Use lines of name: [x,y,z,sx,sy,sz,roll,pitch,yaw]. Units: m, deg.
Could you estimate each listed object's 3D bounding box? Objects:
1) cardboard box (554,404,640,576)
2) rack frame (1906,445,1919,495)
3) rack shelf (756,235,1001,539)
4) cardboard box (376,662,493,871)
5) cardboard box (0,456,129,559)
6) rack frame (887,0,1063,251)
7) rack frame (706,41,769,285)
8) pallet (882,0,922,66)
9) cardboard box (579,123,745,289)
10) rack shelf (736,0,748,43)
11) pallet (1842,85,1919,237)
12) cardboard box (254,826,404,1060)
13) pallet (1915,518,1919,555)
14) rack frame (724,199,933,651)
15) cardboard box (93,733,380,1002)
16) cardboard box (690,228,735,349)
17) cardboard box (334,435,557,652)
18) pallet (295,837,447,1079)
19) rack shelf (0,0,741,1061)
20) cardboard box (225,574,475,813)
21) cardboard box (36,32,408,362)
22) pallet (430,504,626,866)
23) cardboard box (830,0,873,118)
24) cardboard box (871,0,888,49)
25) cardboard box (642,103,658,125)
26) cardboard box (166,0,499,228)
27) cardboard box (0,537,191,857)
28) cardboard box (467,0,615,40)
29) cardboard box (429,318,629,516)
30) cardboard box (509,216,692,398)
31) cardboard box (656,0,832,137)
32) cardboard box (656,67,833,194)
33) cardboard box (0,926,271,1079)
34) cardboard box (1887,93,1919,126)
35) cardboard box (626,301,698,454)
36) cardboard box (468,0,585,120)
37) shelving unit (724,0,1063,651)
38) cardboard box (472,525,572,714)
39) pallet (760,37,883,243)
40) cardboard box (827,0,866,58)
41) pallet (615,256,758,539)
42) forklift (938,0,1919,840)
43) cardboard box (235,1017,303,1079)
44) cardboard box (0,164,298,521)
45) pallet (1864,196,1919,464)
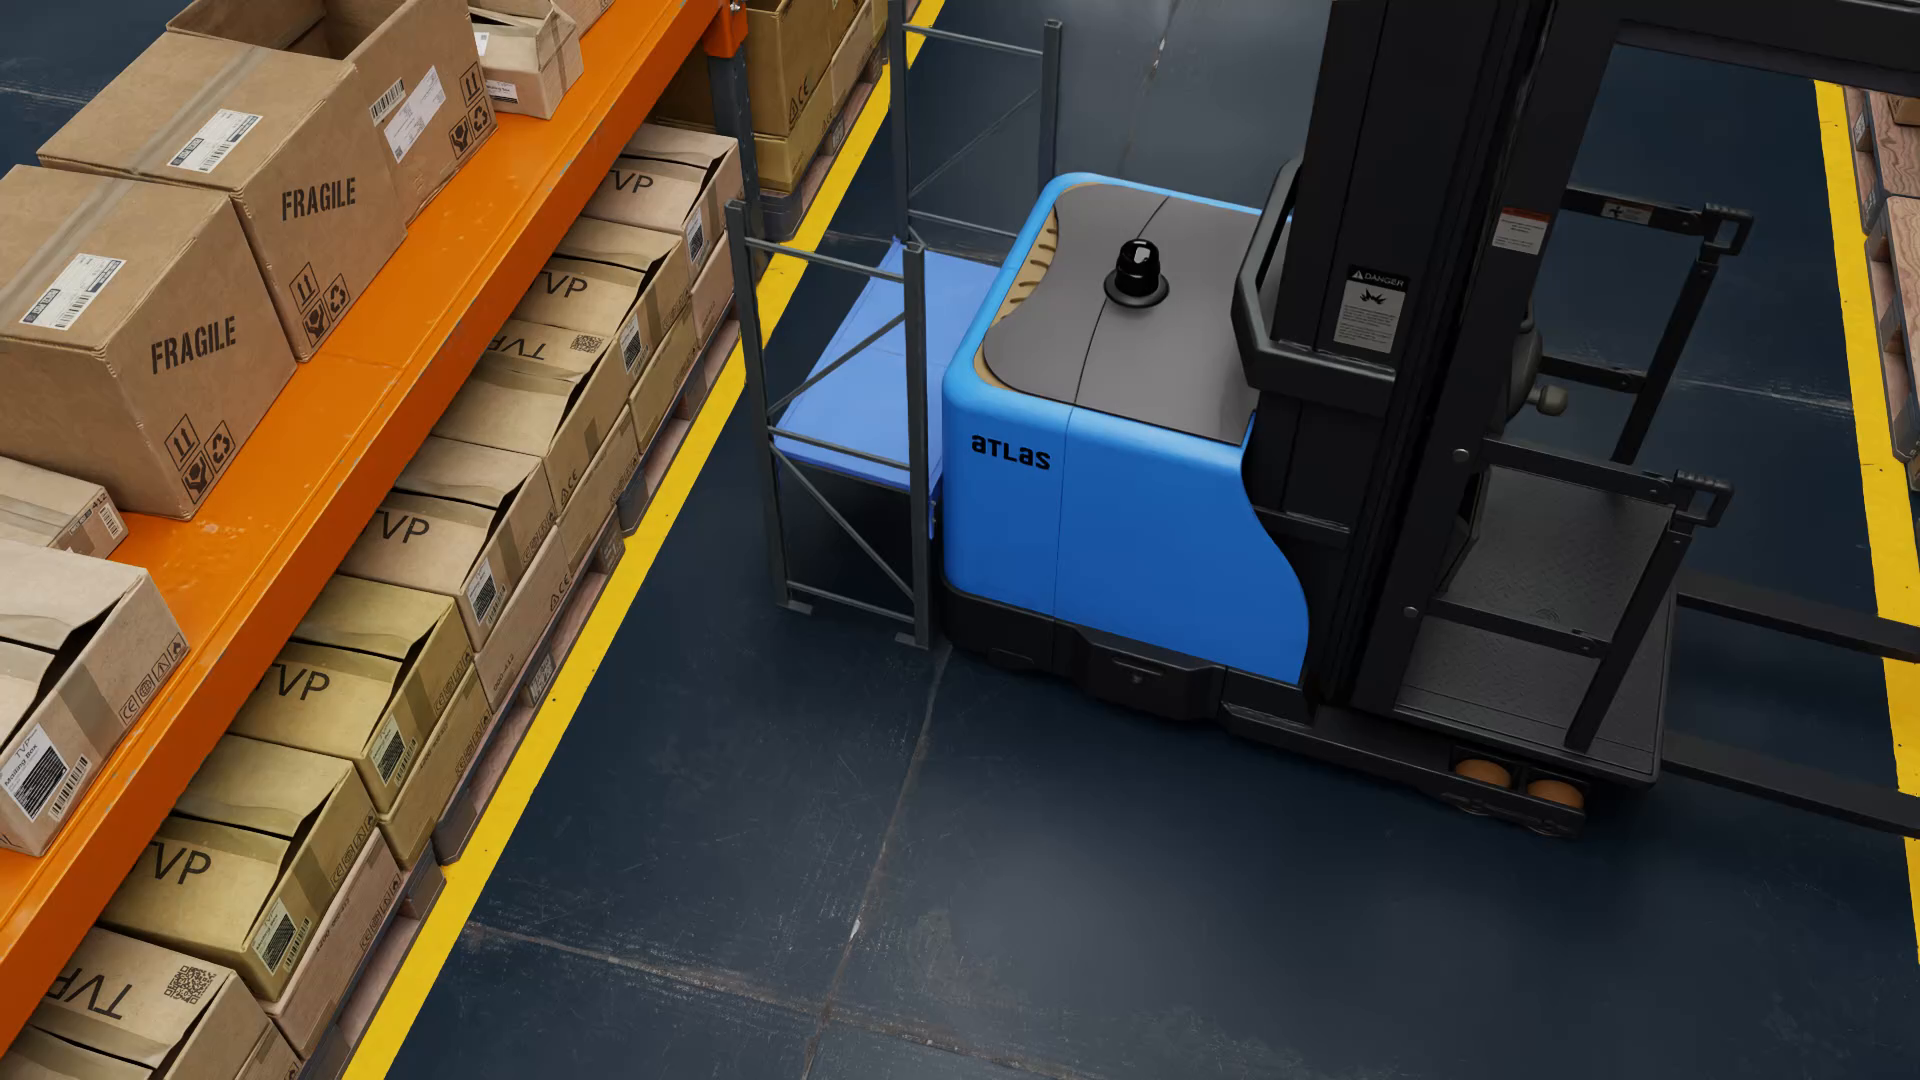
cardboard box: [-1.305,-0.203,4.982,0.500,0.250,0.500,13,50,11]
rack frame: [3.574,-1.092,4.213,1.000,3.000,0.127,12,50,10]
rack shelf: [-0.142,-0.479,4.912,0.538,0.185,1.000,16,50,14]
cardboard box: [-1.575,0.536,4.330,0.500,0.250,0.500,10,49,9]
cardboard box: [-1.977,-0.024,3.438,0.380,0.149,0.250,15,50,13]
rack frame: [0.038,-0.955,5.092,0.500,1.500,0.032,16,50,14]
rack frame: [-1.206,-2.067,5.073,1.000,3.000,0.127,12,50,10]
pallet: [-0.637,-2.596,7.400,1.003,0.211,1.213,12,50,10]
cardboard box: [-1.036,-1.132,5.428,0.500,0.311,0.500,12,50,10]
rack shelf: [-0.680,-3.275,6.620,1.077,0.370,4.000,12,50,10]
pallet: [4.036,-1.547,6.475,1.003,0.211,1.213,12,50,10]
cardboard box: [-1.706,0.913,3.997,0.500,0.250,0.500,10,49,9]
pallet: [3.371,0.394,4.761,1.003,0.211,1.213,12,50,10]
rack frame: [-0.322,-0.242,4.463,0.500,1.500,0.032,16,50,14]
cardboard box: [-1.707,0.710,3.803,0.500,0.311,0.500,10,49,9]
cardboard box: [-1.035,-0.939,5.632,0.500,0.250,0.500,11,50,10]
cardboard box: [-1.436,-0.031,4.456,0.500,0.311,0.500,11,49,10]
pallet: [-2.004,1.162,4.084,1.003,0.211,1.213,12,50,10]
rack shelf: [-1.732,-0.382,4.066,1.077,0.370,4.000,12,50,10]
cardboard box: [-1.571,0.341,4.128,0.500,0.311,0.500,10,49,9]
cardboard box: [-1.694,-0.804,3.892,0.500,0.500,0.500,12,50,10]
pallet: [-1.681,0.282,4.860,1.003,0.211,1.213,12,50,10]
cardboard box: [-0.655,-1.932,6.508,0.500,0.250,0.500,12,50,10]
cardboard box: [-0.518,-2.293,6.827,0.500,0.250,0.500,12,50,10]
cardboard box: [-1.295,-1.674,6.281,0.500,0.250,0.500,12,50,10]
cardboard box: [-1.562,-1.166,4.212,0.500,0.500,0.500,15,50,13]
cardboard box: [-1.836,0.247,3.090,0.500,0.311,0.500,11,49,10]
cardboard box: [-1.293,-1.652,4.808,0.500,0.250,0.500,14,50,12]
cardboard box: [-1.300,-0.394,4.777,0.500,0.311,0.500,11,50,10]
cardboard box: [-1.167,-0.754,5.095,0.500,0.311,0.500,13,50,11]
cardboard box: [-0.782,-1.817,5.907,0.500,0.500,0.500,12,50,10]
cardboard box: [-0.791,-1.571,6.190,0.500,0.250,0.500,12,50,10]
cardboard box: [-1.838,1.091,3.466,0.500,0.311,0.500,13,50,11]
cardboard box: [3.967,-1.888,6.289,0.700,0.500,0.500,9,49,8]
cardboard box: [-1.170,-0.573,5.309,0.500,0.250,0.500,11,49,9]
cardboard box: [-1.260,-1.350,4.530,0.396,0.266,0.258,10,49,9]
shelving unit: [-0.142,-0.598,4.777,0.538,1.500,1.048,16,50,14]
cardboard box: [-1.440,0.165,4.658,0.500,0.250,0.500,12,50,11]
pallet: [-0.956,-1.711,6.619,1.003,0.211,1.213,12,50,10]
cardboard box: [-0.658,-2.181,6.228,0.500,0.500,0.500,12,50,10]
pallet: [-1.362,-0.603,5.642,1.003,0.211,1.213,12,50,10]
forklift: [1.511,-0.616,3.839,3.031,2.935,1.130,15,50,13]
cardboard box: [-1.838,1.277,3.676,0.500,0.250,0.500,11,50,10]
cardboard box: [-1.833,-0.423,3.556,0.500,0.500,0.500,9,49,8]
pallet: [3.717,-0.662,5.693,1.003,0.211,1.213,12,50,10]
